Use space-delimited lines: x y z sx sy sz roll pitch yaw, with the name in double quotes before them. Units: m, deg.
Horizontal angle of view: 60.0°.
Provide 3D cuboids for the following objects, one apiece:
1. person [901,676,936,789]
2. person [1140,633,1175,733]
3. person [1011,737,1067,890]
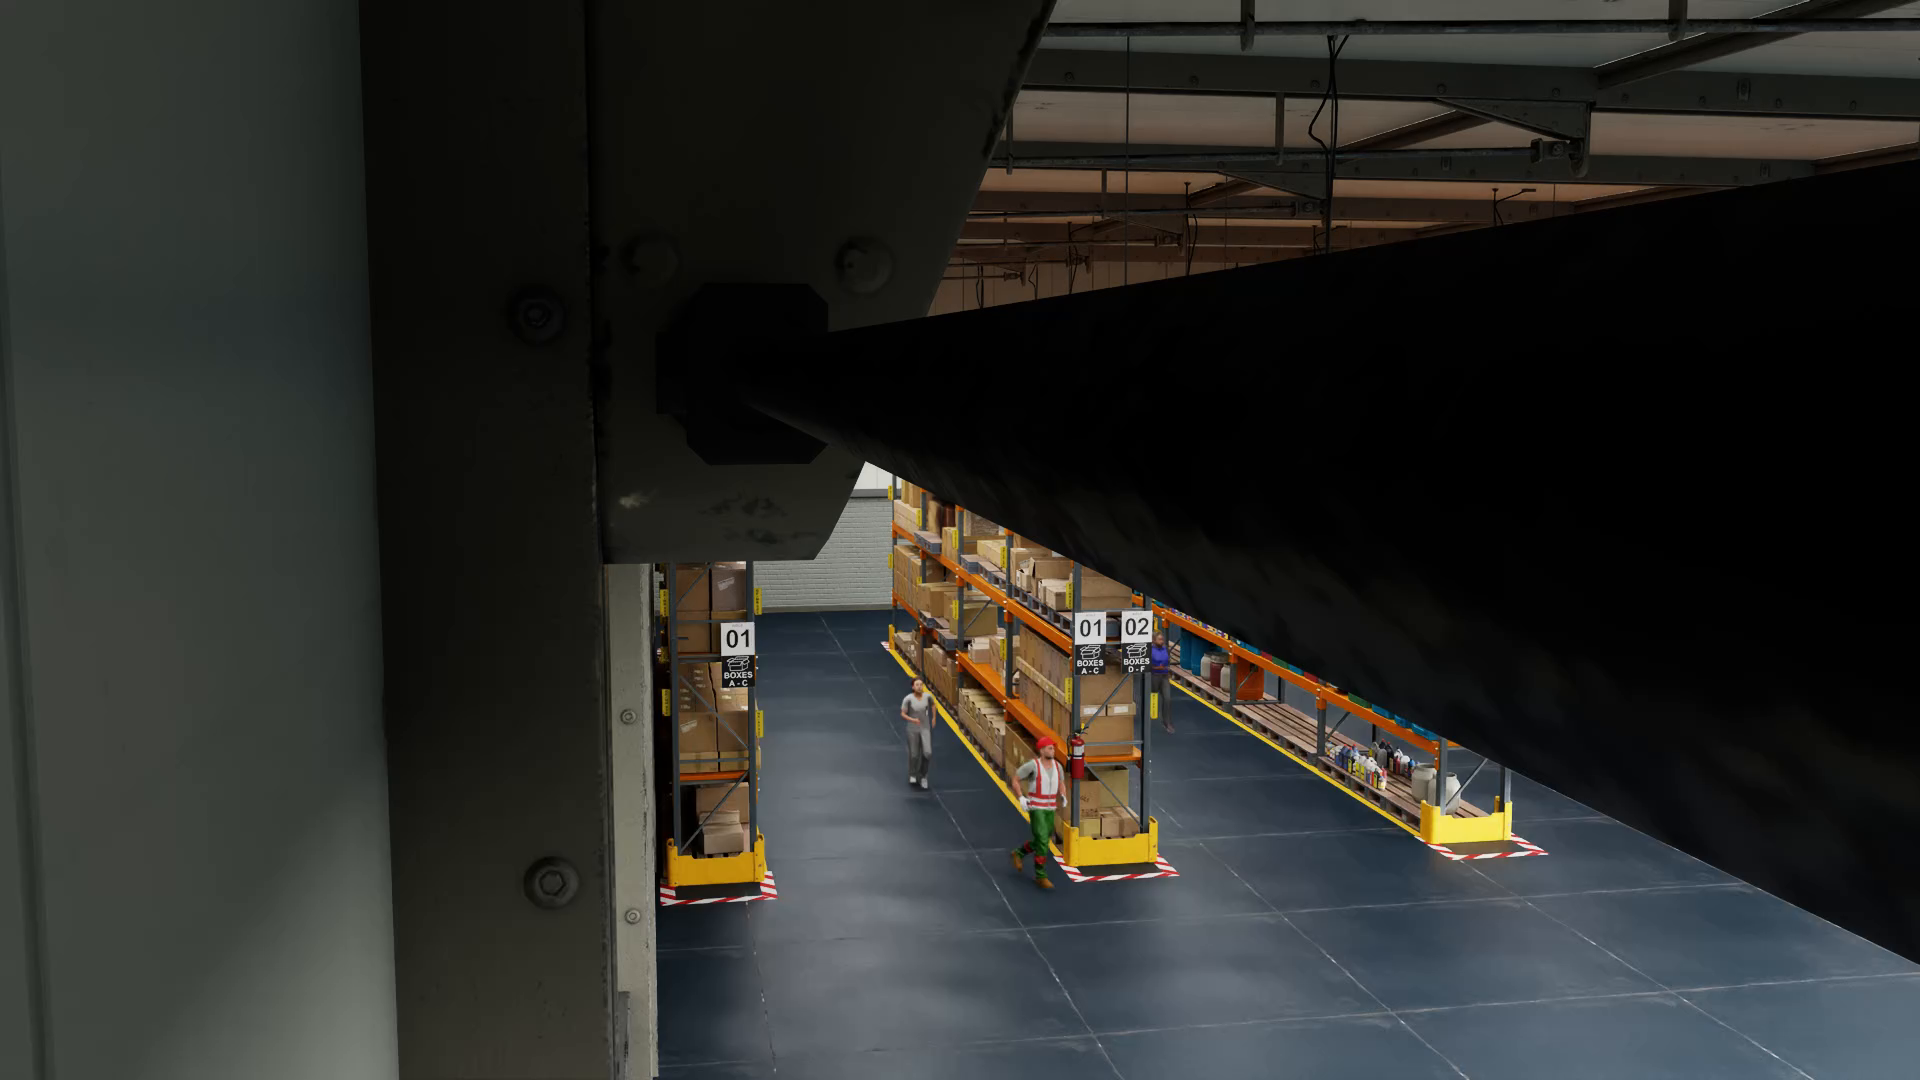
"person" -0.598 2.852 24.638 0.578 1.686 0.681 -2 6 -14
"person" 3.393 2.420 28.430 0.581 1.643 0.876 -3 7 -25
"person" 0.982 3.275 20.266 0.703 1.773 0.811 -5 8 -38
